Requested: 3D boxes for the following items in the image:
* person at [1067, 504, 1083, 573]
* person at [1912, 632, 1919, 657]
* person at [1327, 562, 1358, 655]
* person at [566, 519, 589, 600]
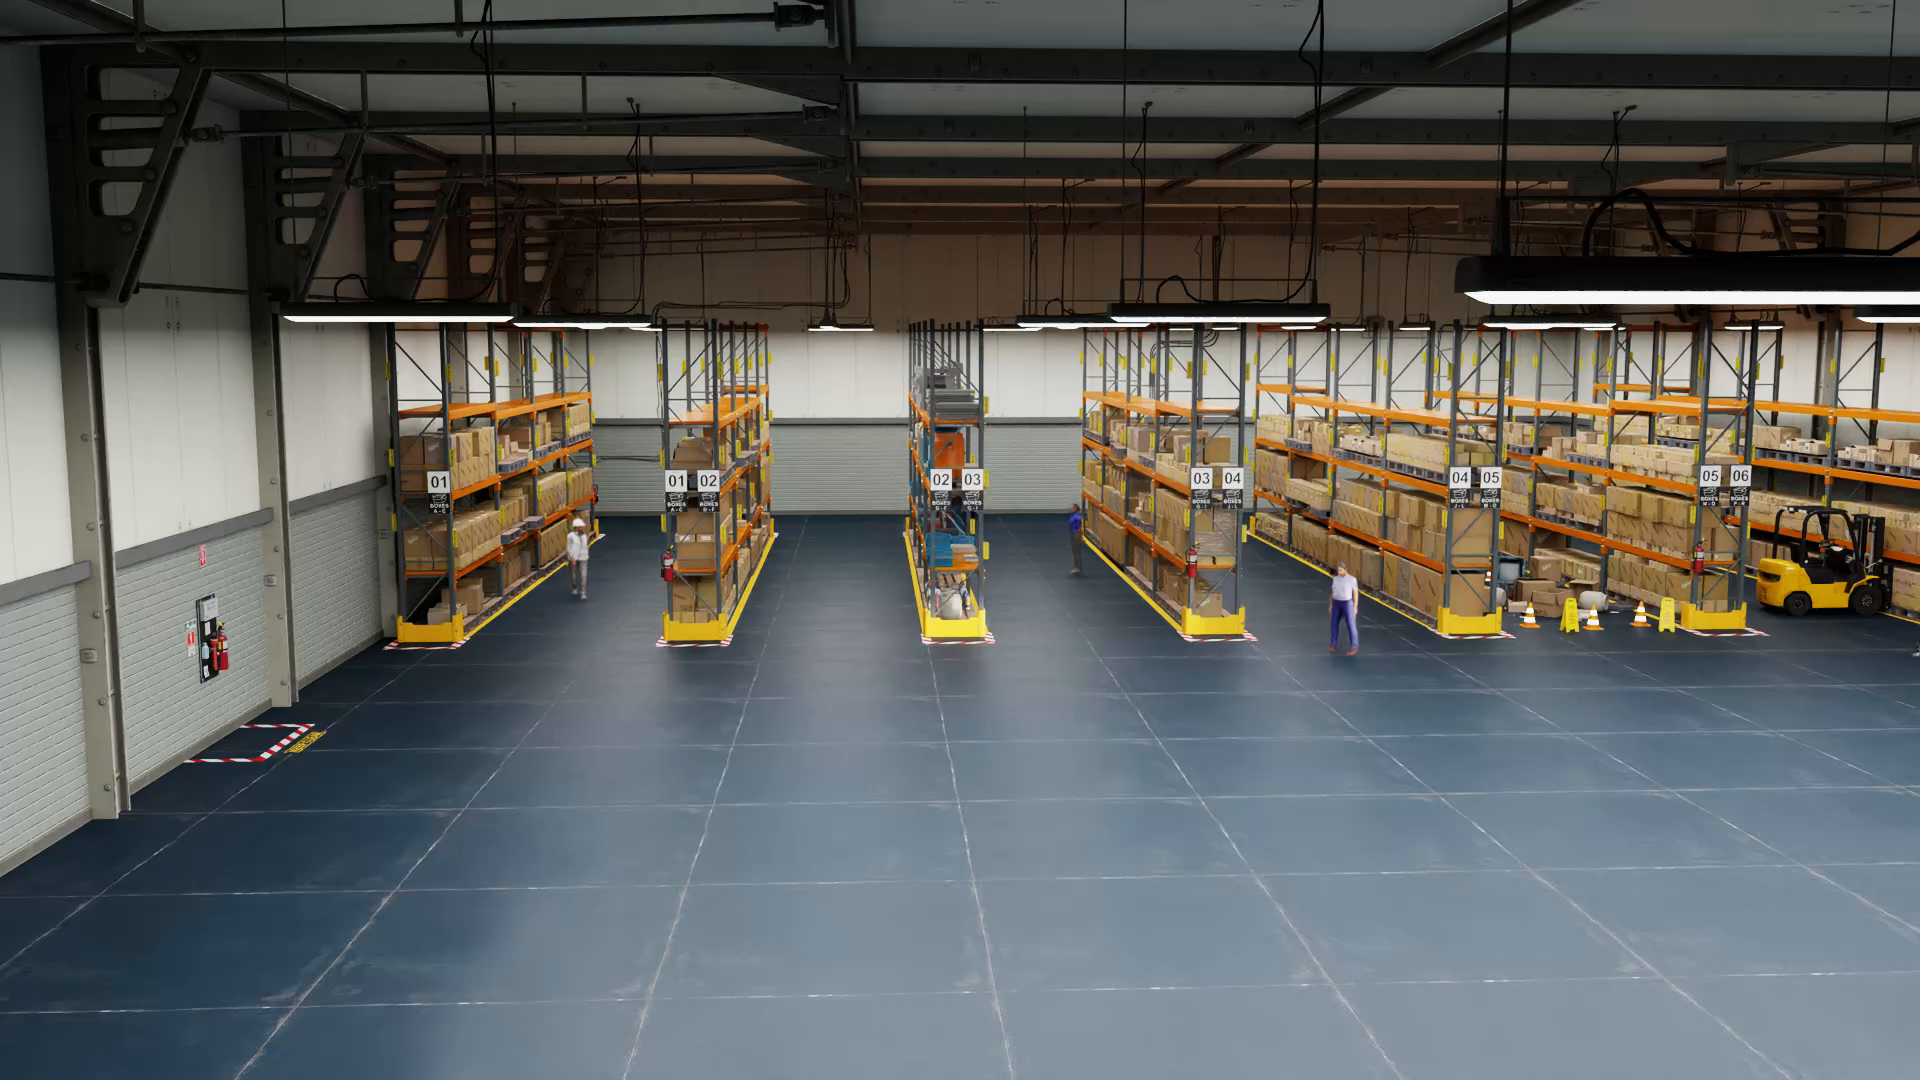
[{"bbox_3d":[2.772,-0.051,40.103,0.348,1.667,0.516,-2,7,-14],"label":"person"},{"bbox_3d":[17.393,1.232,29.502,0.984,1.727,0.528,-5,8,-33],"label":"person"},{"bbox_3d":[6.894,1.216,29.944,0.564,1.646,0.398,6,9,40],"label":"person"},{"bbox_3d":[-8.289,0.415,36.057,0.475,1.739,0.987,-2,7,-16],"label":"person"}]
